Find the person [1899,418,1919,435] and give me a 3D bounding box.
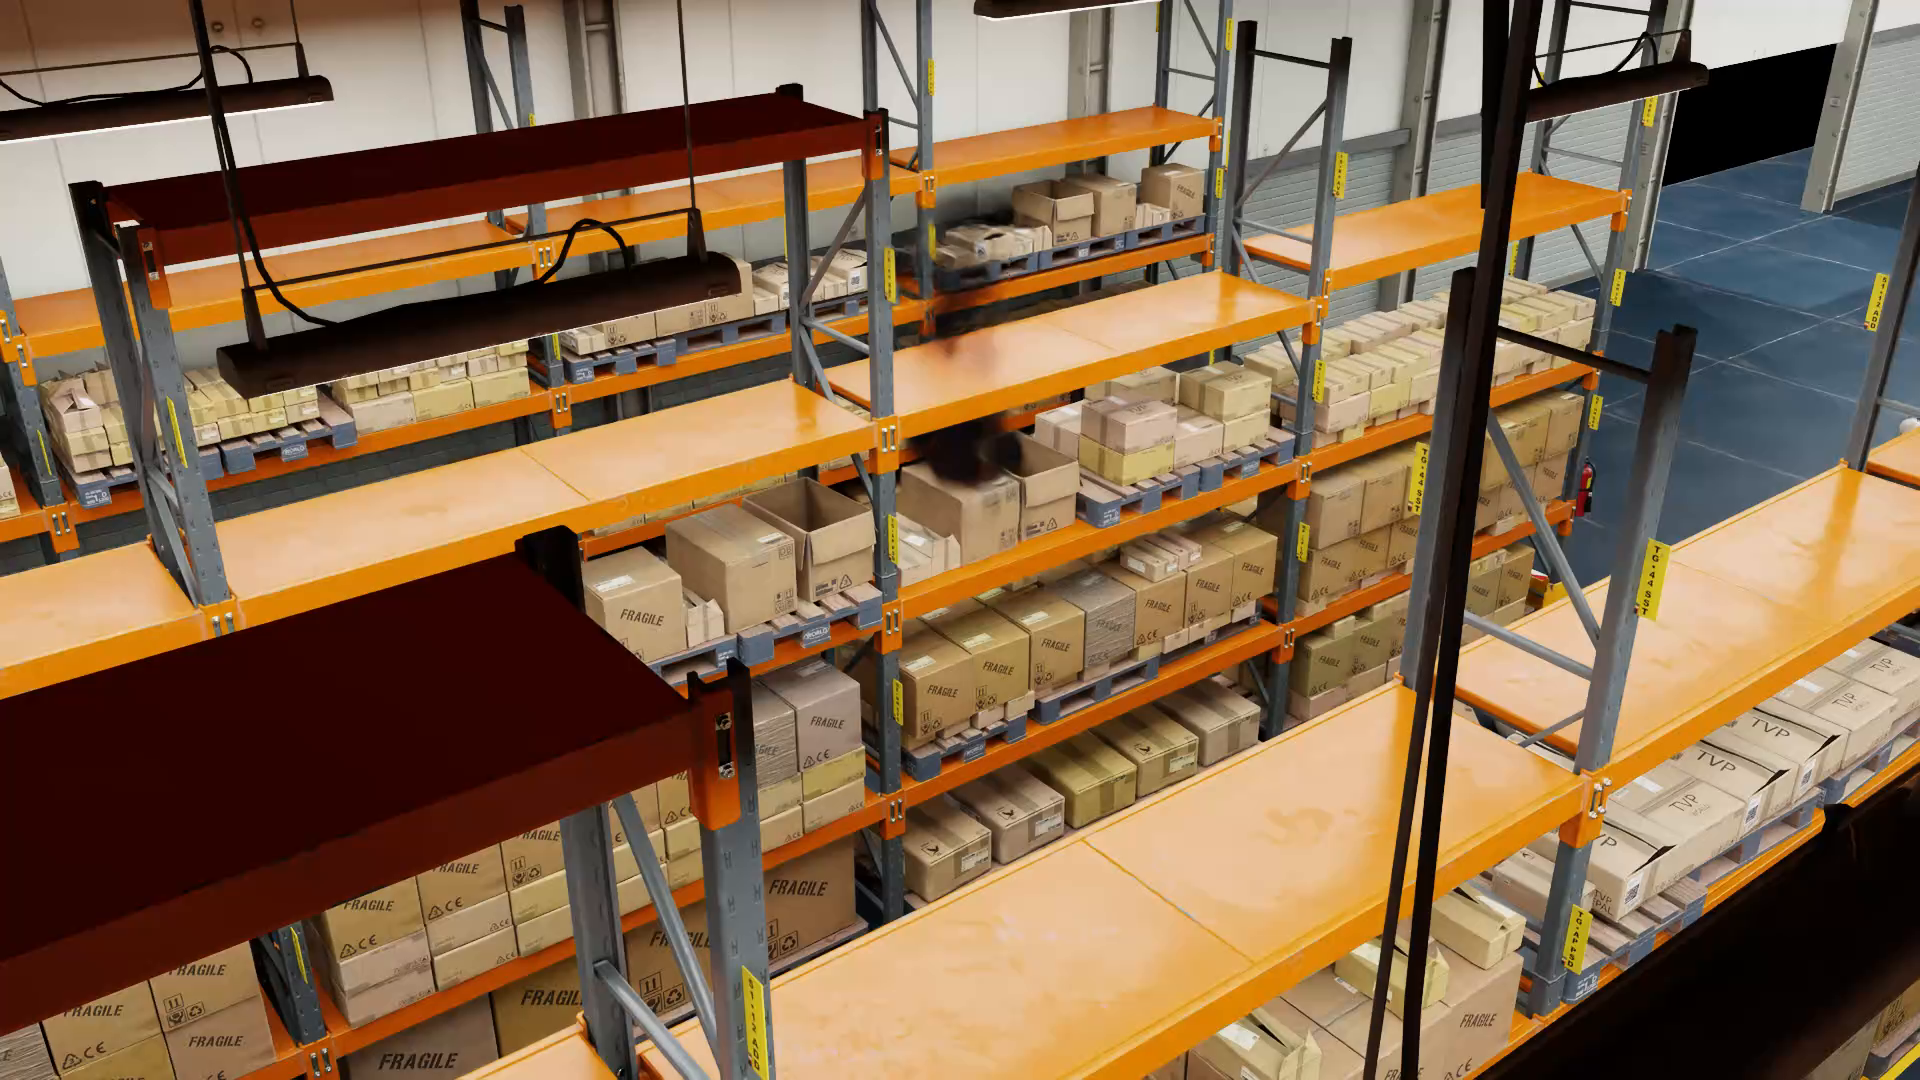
[{"bbox_3d":[9.544,-0.341,16.882,0.718,1.756,0.914,3,26,7],"label":"person"}]
